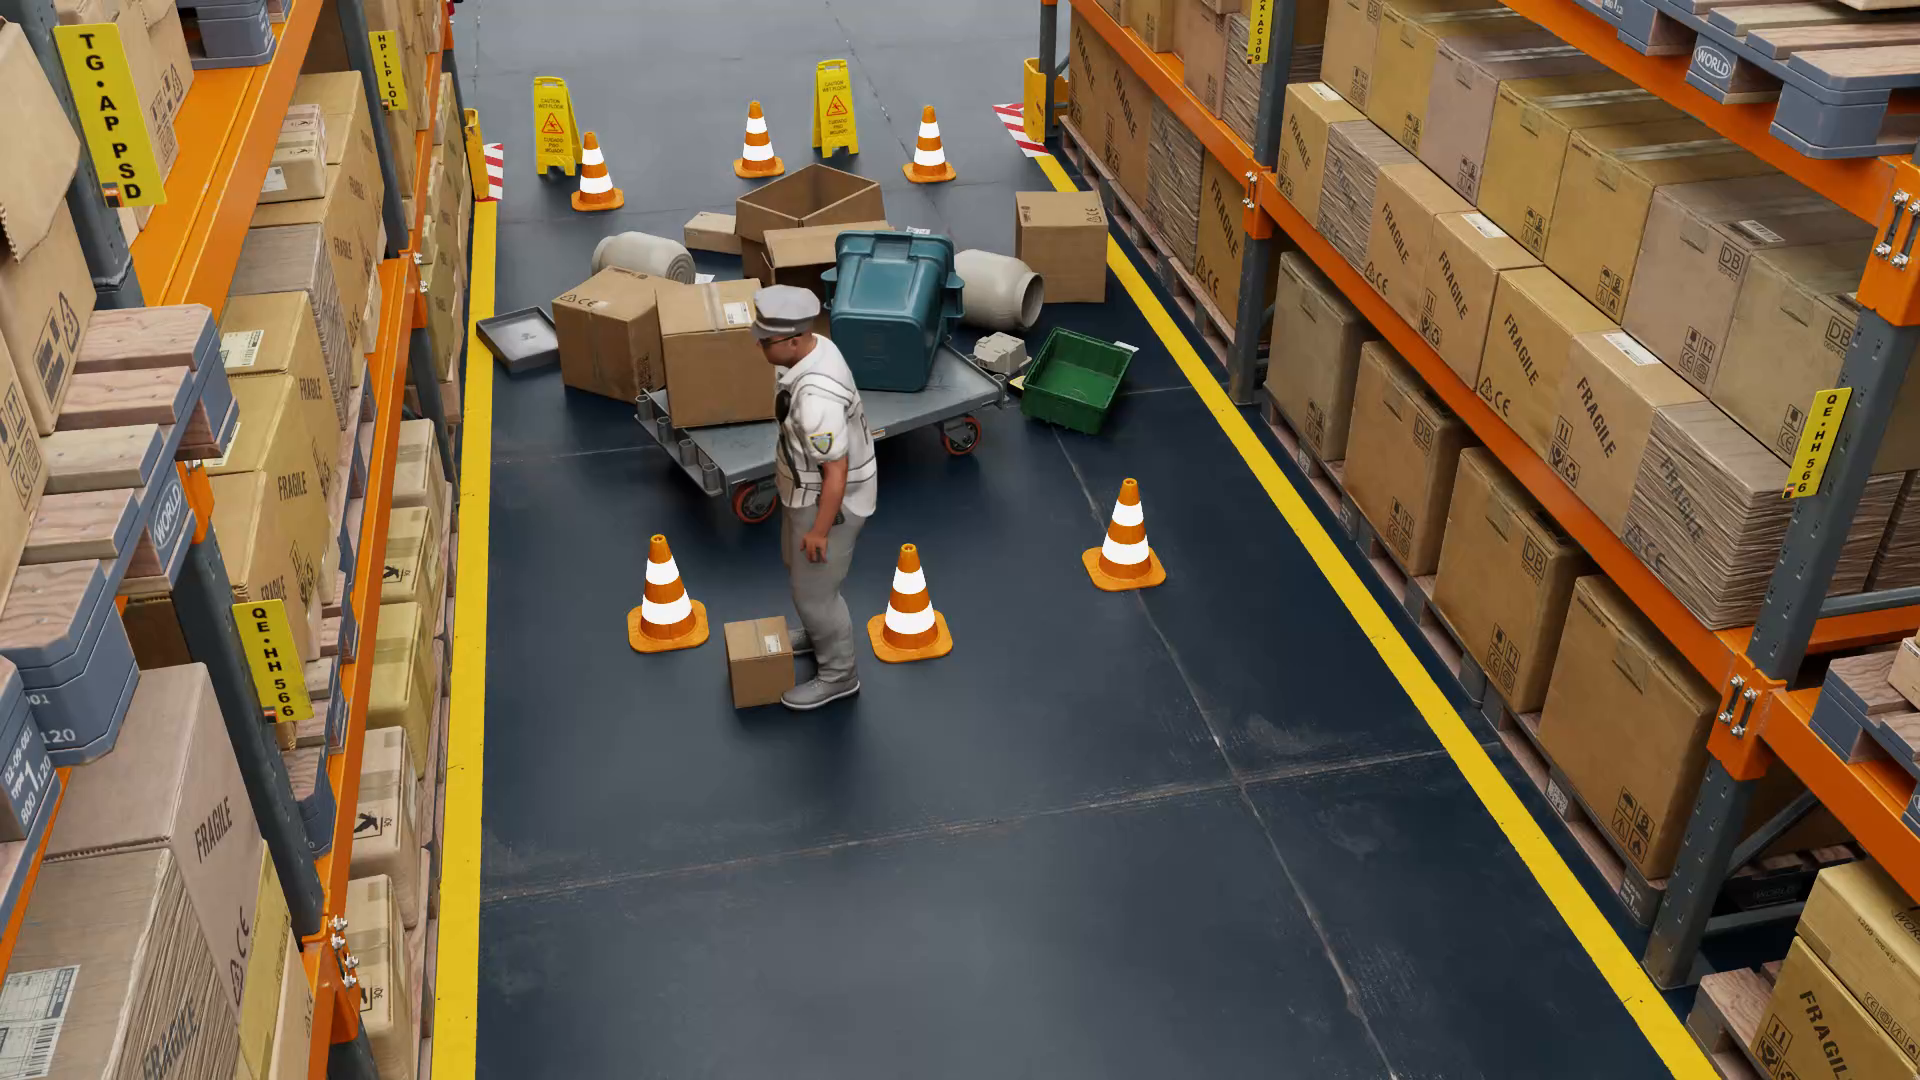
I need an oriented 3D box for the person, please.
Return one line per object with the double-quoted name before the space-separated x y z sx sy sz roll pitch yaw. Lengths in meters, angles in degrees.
"person" -0.544 -0.167 6.385 0.437 1.744 0.583 -8 35 -11
